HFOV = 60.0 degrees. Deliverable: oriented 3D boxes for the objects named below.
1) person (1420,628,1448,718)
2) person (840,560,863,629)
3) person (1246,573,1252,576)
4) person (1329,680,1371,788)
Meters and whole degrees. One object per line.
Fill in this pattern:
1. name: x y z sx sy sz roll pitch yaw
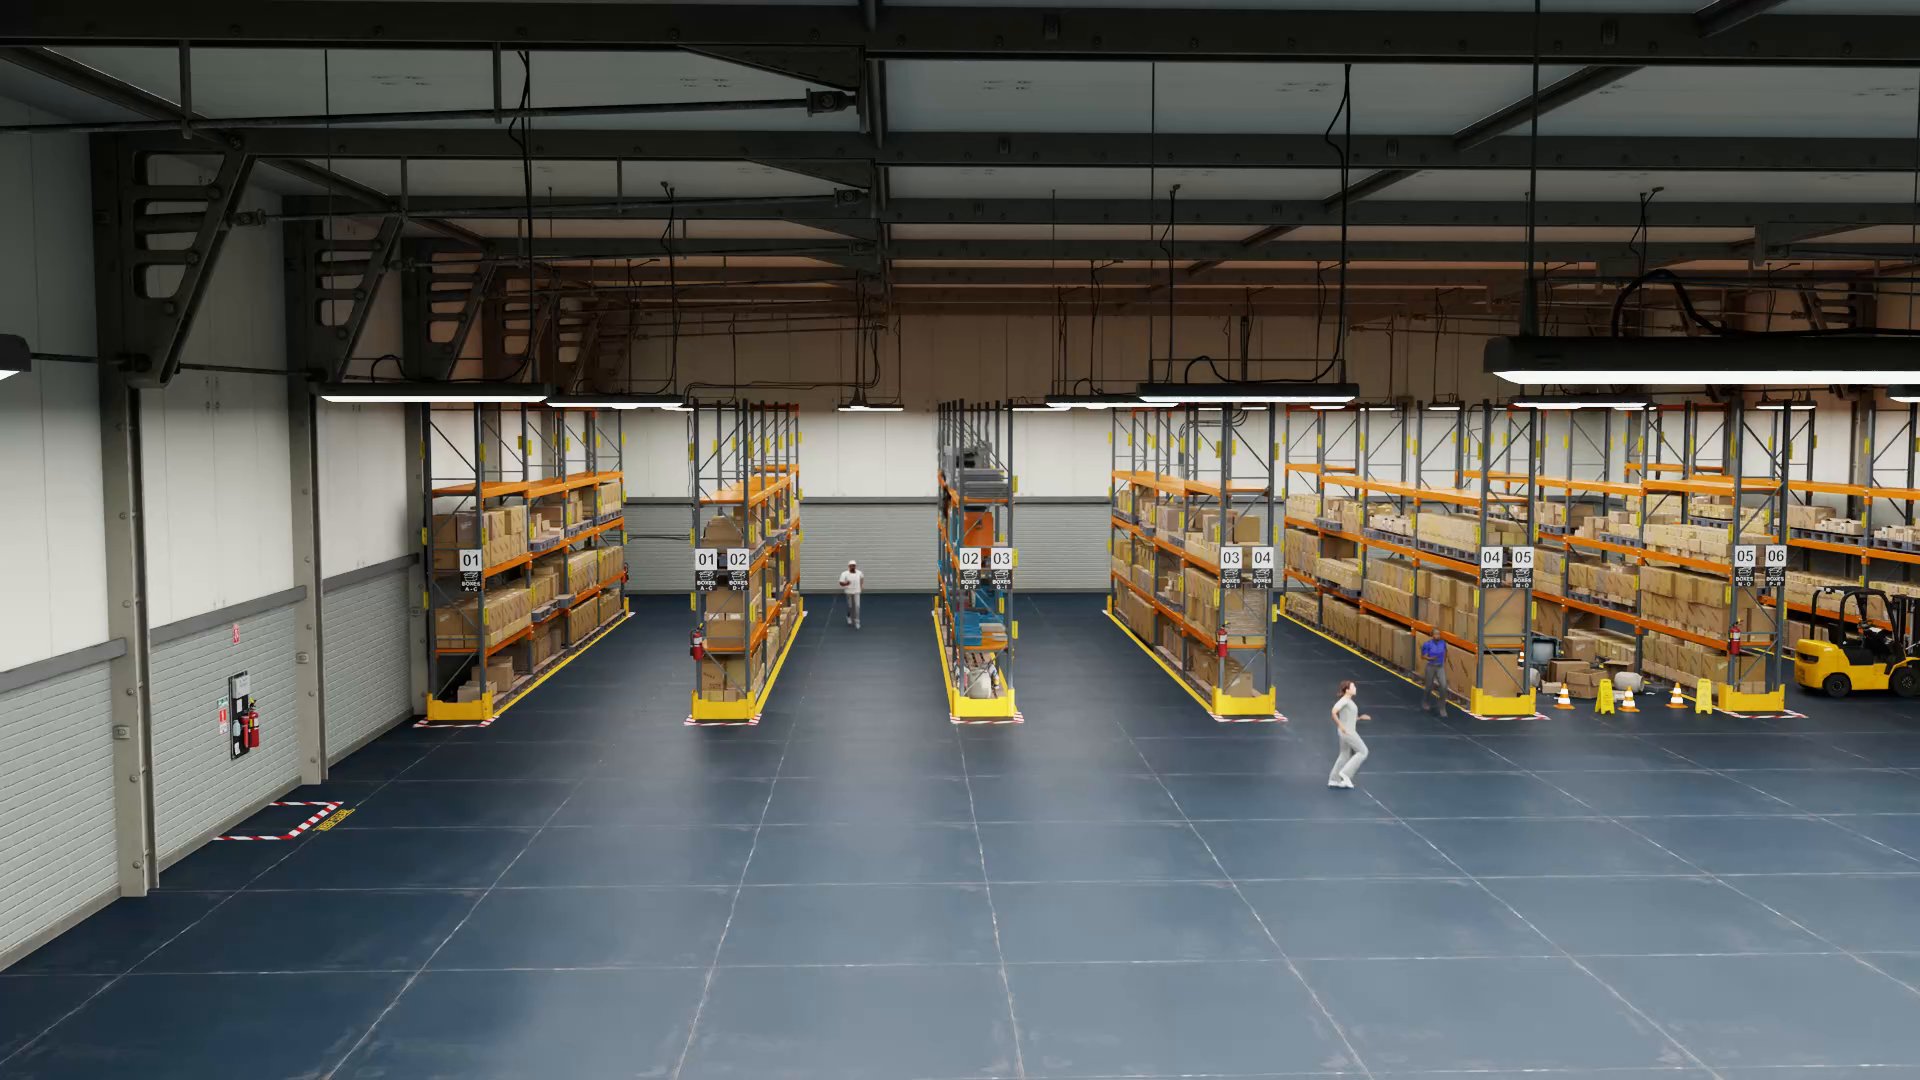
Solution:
1. person: 9.033 2.507 31.702 0.597 1.693 0.818 0 4 -3
2. person: -2.885 1.435 44.547 0.692 1.787 0.918 -1 4 -14
3. person: 8.037 1.480 46.156 0.810 1.487 0.587 0 4 1
4. person: 5.952 2.955 25.380 0.613 1.639 0.552 1 4 12
